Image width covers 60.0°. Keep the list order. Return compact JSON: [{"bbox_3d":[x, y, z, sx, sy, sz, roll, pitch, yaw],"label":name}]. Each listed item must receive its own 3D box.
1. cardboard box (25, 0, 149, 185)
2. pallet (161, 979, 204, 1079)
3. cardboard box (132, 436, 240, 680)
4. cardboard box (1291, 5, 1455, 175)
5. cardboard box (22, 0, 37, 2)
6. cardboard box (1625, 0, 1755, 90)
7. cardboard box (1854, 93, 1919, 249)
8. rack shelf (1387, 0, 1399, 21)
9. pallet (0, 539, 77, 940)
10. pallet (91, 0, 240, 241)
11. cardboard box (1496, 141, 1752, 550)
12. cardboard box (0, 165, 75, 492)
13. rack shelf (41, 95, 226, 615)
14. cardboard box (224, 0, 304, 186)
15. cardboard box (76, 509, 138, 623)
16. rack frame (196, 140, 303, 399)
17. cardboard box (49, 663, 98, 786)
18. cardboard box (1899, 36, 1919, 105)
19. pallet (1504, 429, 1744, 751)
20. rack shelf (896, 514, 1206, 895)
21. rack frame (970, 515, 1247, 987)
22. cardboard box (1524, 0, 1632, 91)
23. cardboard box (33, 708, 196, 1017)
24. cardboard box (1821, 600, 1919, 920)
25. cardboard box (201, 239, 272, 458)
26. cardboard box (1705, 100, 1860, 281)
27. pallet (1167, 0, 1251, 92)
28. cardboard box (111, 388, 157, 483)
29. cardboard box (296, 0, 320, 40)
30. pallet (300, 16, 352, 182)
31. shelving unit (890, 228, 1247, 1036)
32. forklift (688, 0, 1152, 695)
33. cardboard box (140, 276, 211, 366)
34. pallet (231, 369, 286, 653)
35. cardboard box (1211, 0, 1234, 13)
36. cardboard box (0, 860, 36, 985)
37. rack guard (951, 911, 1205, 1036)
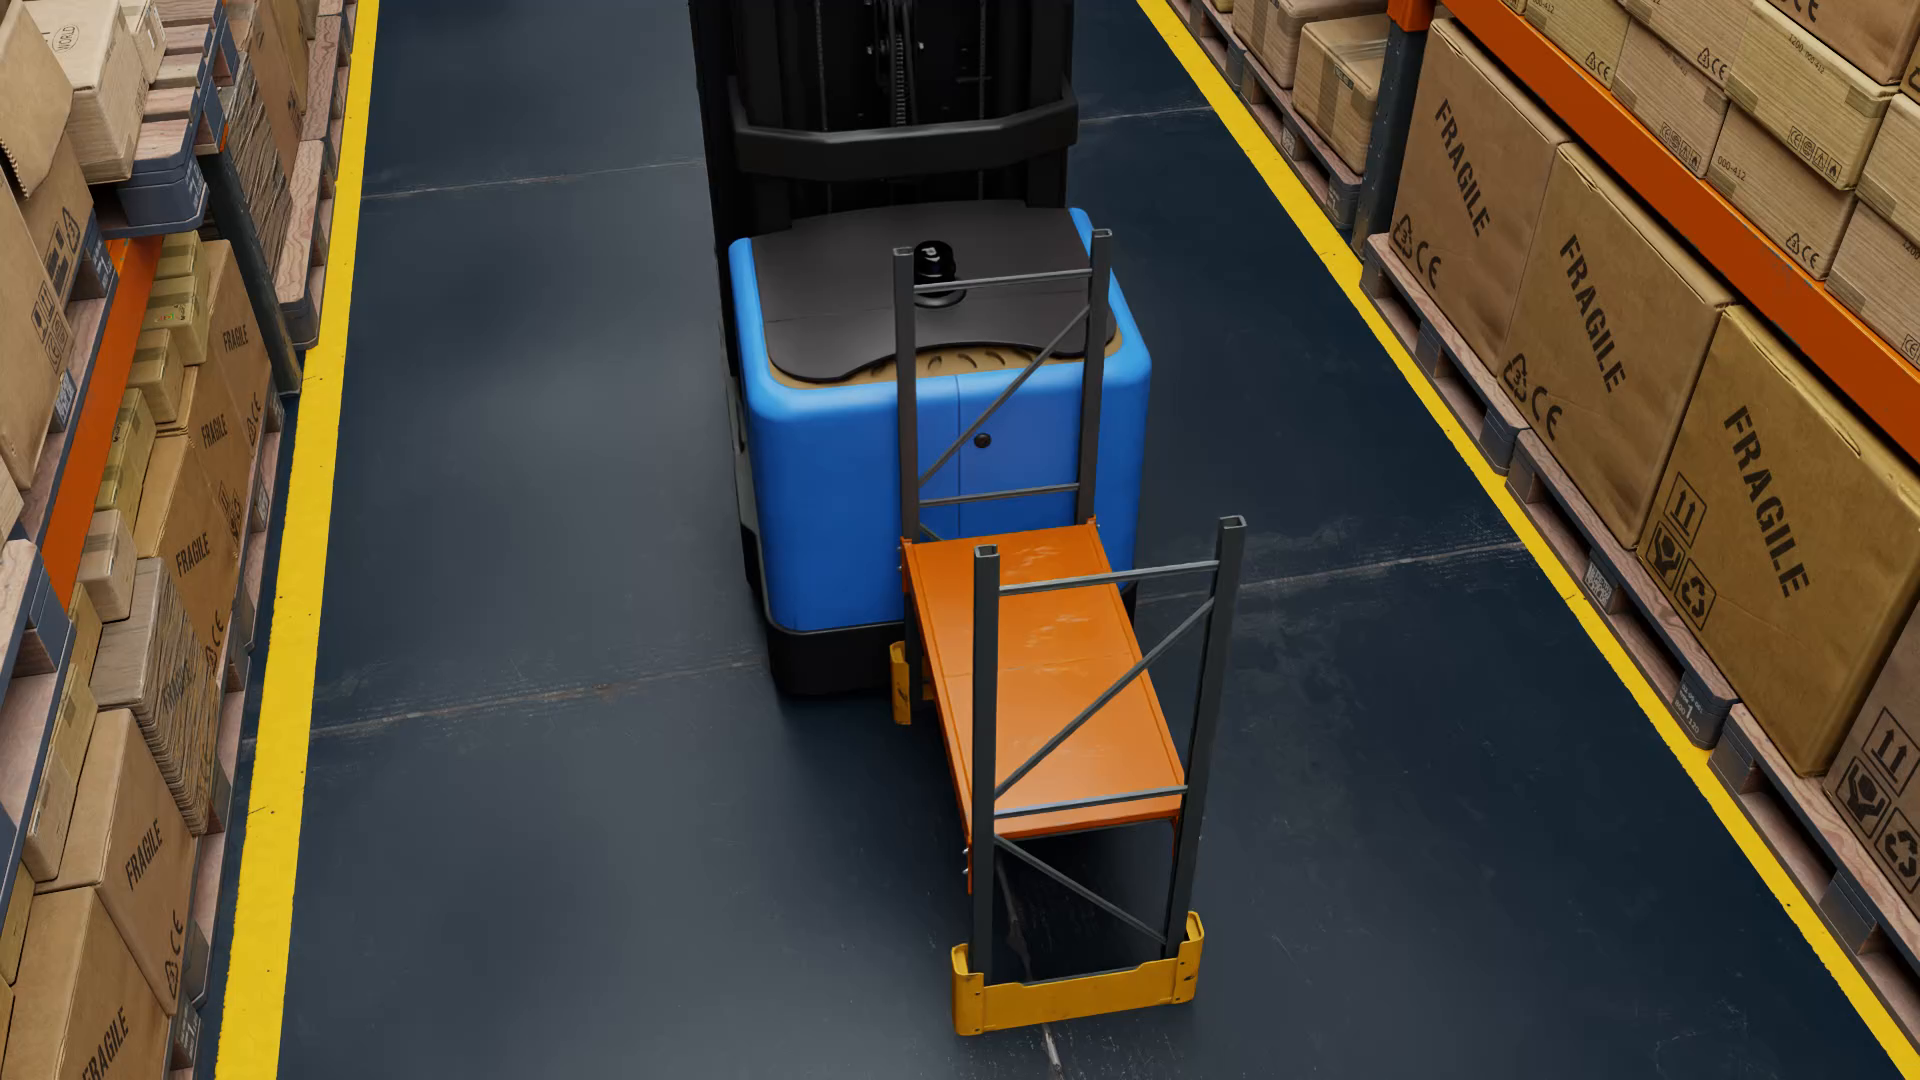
[{"bbox_3d":[-2.266,-1.058,3.979,0.500,0.250,0.500,-10,43,-11],"label":"cardboard box"},{"bbox_3d":[-2.158,1.520,3.379,1.003,0.211,1.213,-8,42,-9],"label":"pallet"},{"bbox_3d":[-2.295,0.091,4.454,0.500,0.500,0.500,-7,42,-7],"label":"cardboard box"},{"bbox_3d":[1.924,-1.850,6.738,0.950,0.372,0.625,-11,43,-12],"label":"cardboard box"},{"bbox_3d":[-2.667,-1.861,5.200,0.500,0.250,0.500,-8,42,-9],"label":"cardboard box"},{"bbox_3d":[2.111,-1.415,4.321,0.500,0.250,0.500,-8,42,-9],"label":"cardboard box"},{"bbox_3d":[2.335,-0.755,3.577,0.500,0.250,0.500,-7,42,-8],"label":"cardboard box"},{"bbox_3d":[1.605,-3.335,7.290,1.077,0.370,4.000,-8,42,-9],"label":"rack shelf"},{"bbox_3d":[-2.012,0.537,2.531,1.003,0.211,1.213,-8,42,-9],"label":"pallet"},{"bbox_3d":[-2.594,-1.093,4.367,1.213,0.211,1.003,-8,42,-9],"label":"pallet"},{"bbox_3d":[2.293,-0.632,4.987,0.875,0.875,0.875,-8,42,-9],"label":"cardboard box"},{"bbox_3d":[-2.113,-0.386,3.034,0.700,0.500,0.500,-9,42,-10],"label":"cardboard box"},{"bbox_3d":[-2.378,-0.029,3.565,1.077,0.370,4.000,-8,42,-9],"label":"rack shelf"},{"bbox_3d":[-3.079,-1.692,6.369,0.875,0.625,0.625,-7,42,-8],"label":"cardboard box"},{"bbox_3d":[-2.197,0.088,3.969,0.380,0.149,0.250,-10,43,-11],"label":"cardboard box"},{"bbox_3d":[-2.809,-1.594,4.787,1.000,3.000,0.127,-8,42,-9],"label":"rack frame"},{"bbox_3d":[-2.107,0.426,3.589,0.380,0.149,0.250,-7,42,-8],"label":"cardboard box"},{"bbox_3d":[2.349,-1.046,3.340,0.500,0.500,0.500,-7,42,-8],"label":"cardboard box"},{"bbox_3d":[2.393,0.046,5.039,1.003,0.211,1.213,-8,42,-9],"label":"pallet"},{"bbox_3d":[0.185,0.356,3.990,0.538,0.185,1.000,-7,42,-7],"label":"rack shelf"},{"bbox_3d":[0.273,0.554,3.497,0.500,1.500,0.032,-7,42,-7],"label":"rack frame"},{"bbox_3d":[2.025,-1.568,4.870,0.500,0.250,0.500,-9,42,-11],"label":"cardboard box"},{"bbox_3d":[-2.059,0.763,3.698,0.500,0.500,0.500,-10,42,-11],"label":"cardboard box"},{"bbox_3d":[2.688,0.532,3.675,0.875,0.875,0.875,-7,42,-8],"label":"cardboard box"},{"bbox_3d":[-2.508,-0.573,5.203,0.500,0.500,0.500,-7,42,-8],"label":"cardboard box"},{"bbox_3d":[2.242,-0.908,4.126,0.500,0.250,0.500,-8,42,-9],"label":"cardboard box"},{"bbox_3d":[1.609,-2.561,7.976,1.003,0.211,1.213,-8,42,-9],"label":"pallet"},{"bbox_3d":[-2.340,-0.248,4.348,0.380,0.149,0.250,-7,42,-8],"label":"cardboard box"},{"bbox_3d":[-3.389,-2.615,7.409,0.875,0.625,0.625,-9,42,-10],"label":"cardboard box"},{"bbox_3d":[-3.209,-1.880,7.209,1.003,0.211,1.213,-8,42,-9],"label":"pallet"},{"bbox_3d":[0.187,0.227,3.864,0.587,1.500,1.083,-7,42,-7],"label":"shelving unit"},{"bbox_3d":[-0.260,-1.646,4.897,1.130,2.935,3.031,-7,42,-7],"label":"forklift"},{"bbox_3d":[-2.366,-0.603,4.748,0.380,0.149,0.250,-10,43,-12],"label":"cardboard box"},{"bbox_3d":[-2.685,-0.062,5.161,1.003,0.211,1.213,-8,42,-9],"label":"pallet"},{"bbox_3d":[1.599,-2.820,7.830,0.950,0.372,0.625,-7,42,-8],"label":"cardboard box"},{"bbox_3d":[-2.038,0.754,3.219,0.380,0.149,0.250,-9,42,-10],"label":"cardboard box"},{"bbox_3d":[0.273,1.020,3.912,0.587,0.250,0.087,-7,42,-7],"label":"rack guard"}]
